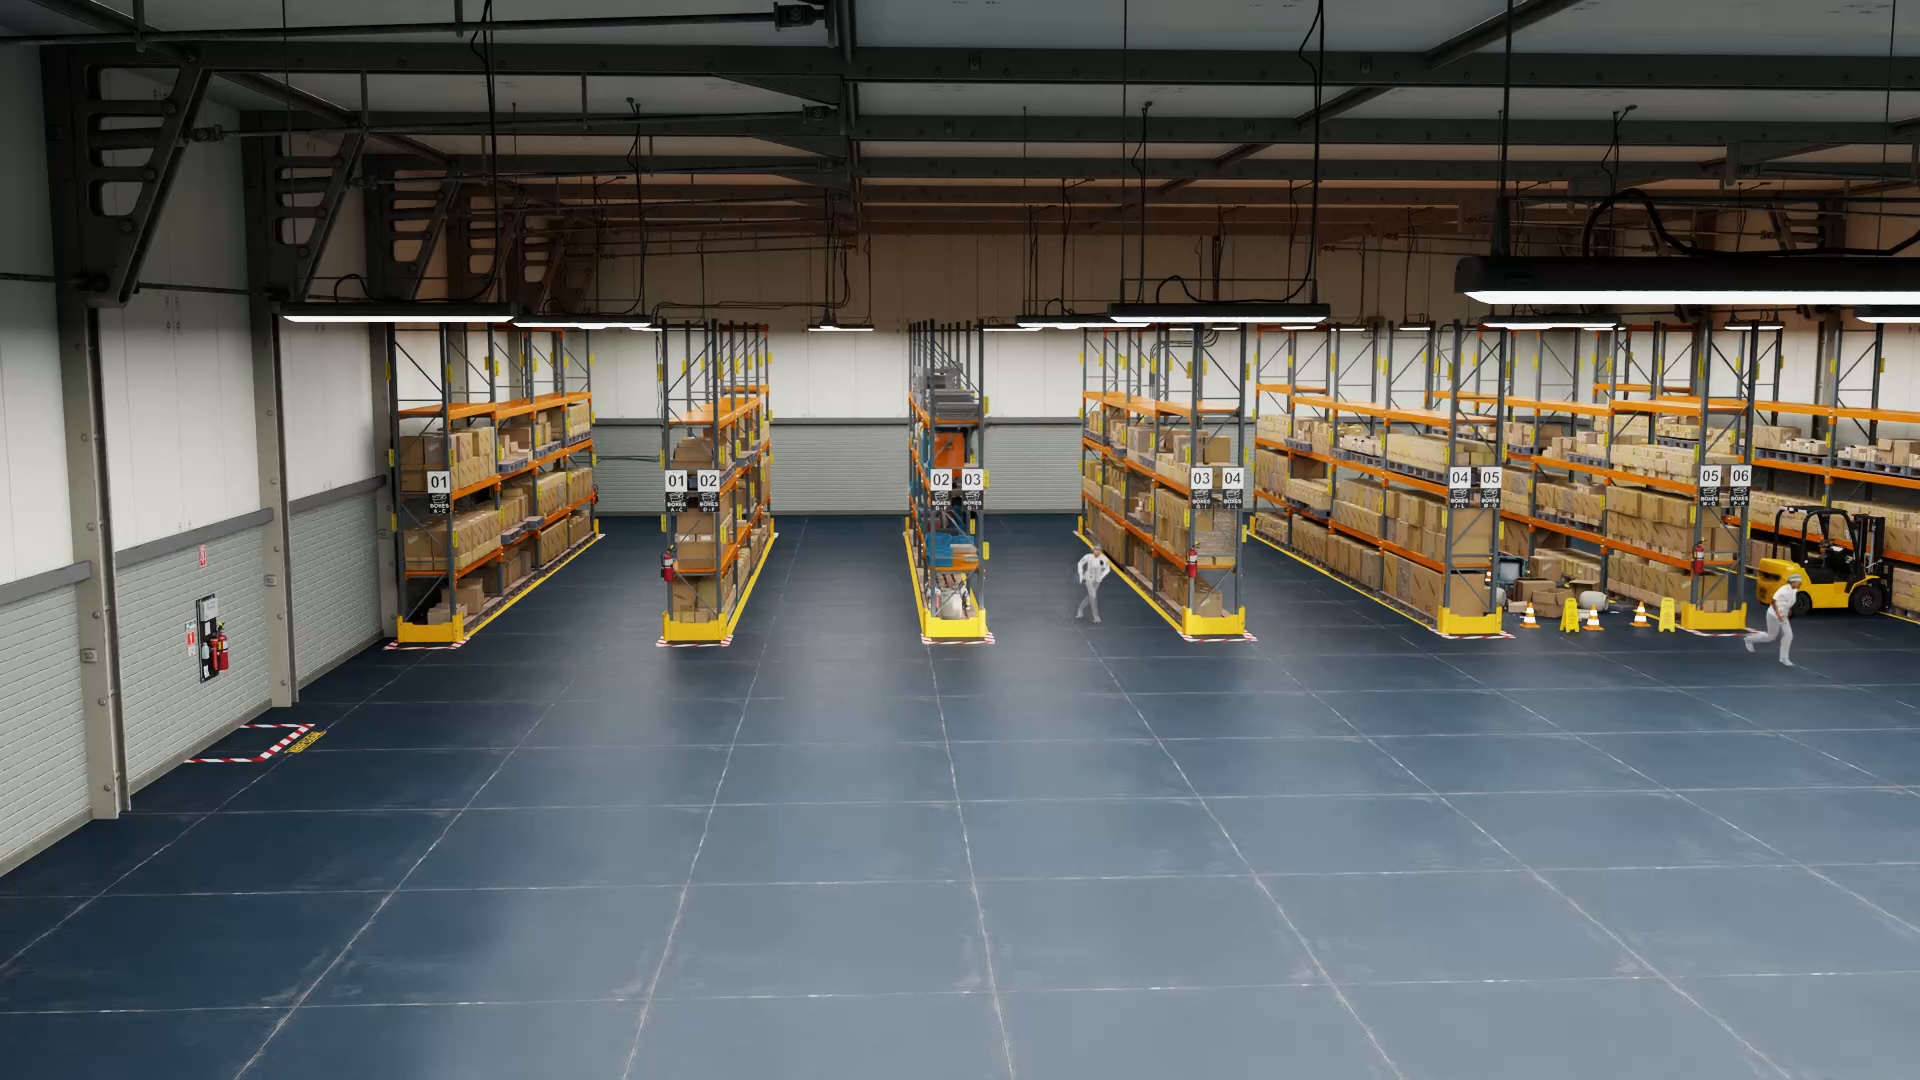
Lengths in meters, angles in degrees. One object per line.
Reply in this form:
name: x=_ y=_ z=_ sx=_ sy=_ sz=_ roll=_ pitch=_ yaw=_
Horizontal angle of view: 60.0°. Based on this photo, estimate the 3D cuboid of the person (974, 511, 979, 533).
person: x=0.295 y=-1.014 z=48.021 sx=0.564 sy=1.708 sz=0.656 roll=4 pitch=8 yaw=30

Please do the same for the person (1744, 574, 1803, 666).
person: x=14.267 y=1.360 z=29.166 sx=0.588 sy=1.630 sz=0.929 roll=-7 pitch=10 yaw=-44

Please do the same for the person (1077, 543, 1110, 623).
person: x=2.653 y=0.826 z=33.425 sx=0.619 sy=1.623 sz=0.807 roll=-2 pitch=7 yaw=-15
